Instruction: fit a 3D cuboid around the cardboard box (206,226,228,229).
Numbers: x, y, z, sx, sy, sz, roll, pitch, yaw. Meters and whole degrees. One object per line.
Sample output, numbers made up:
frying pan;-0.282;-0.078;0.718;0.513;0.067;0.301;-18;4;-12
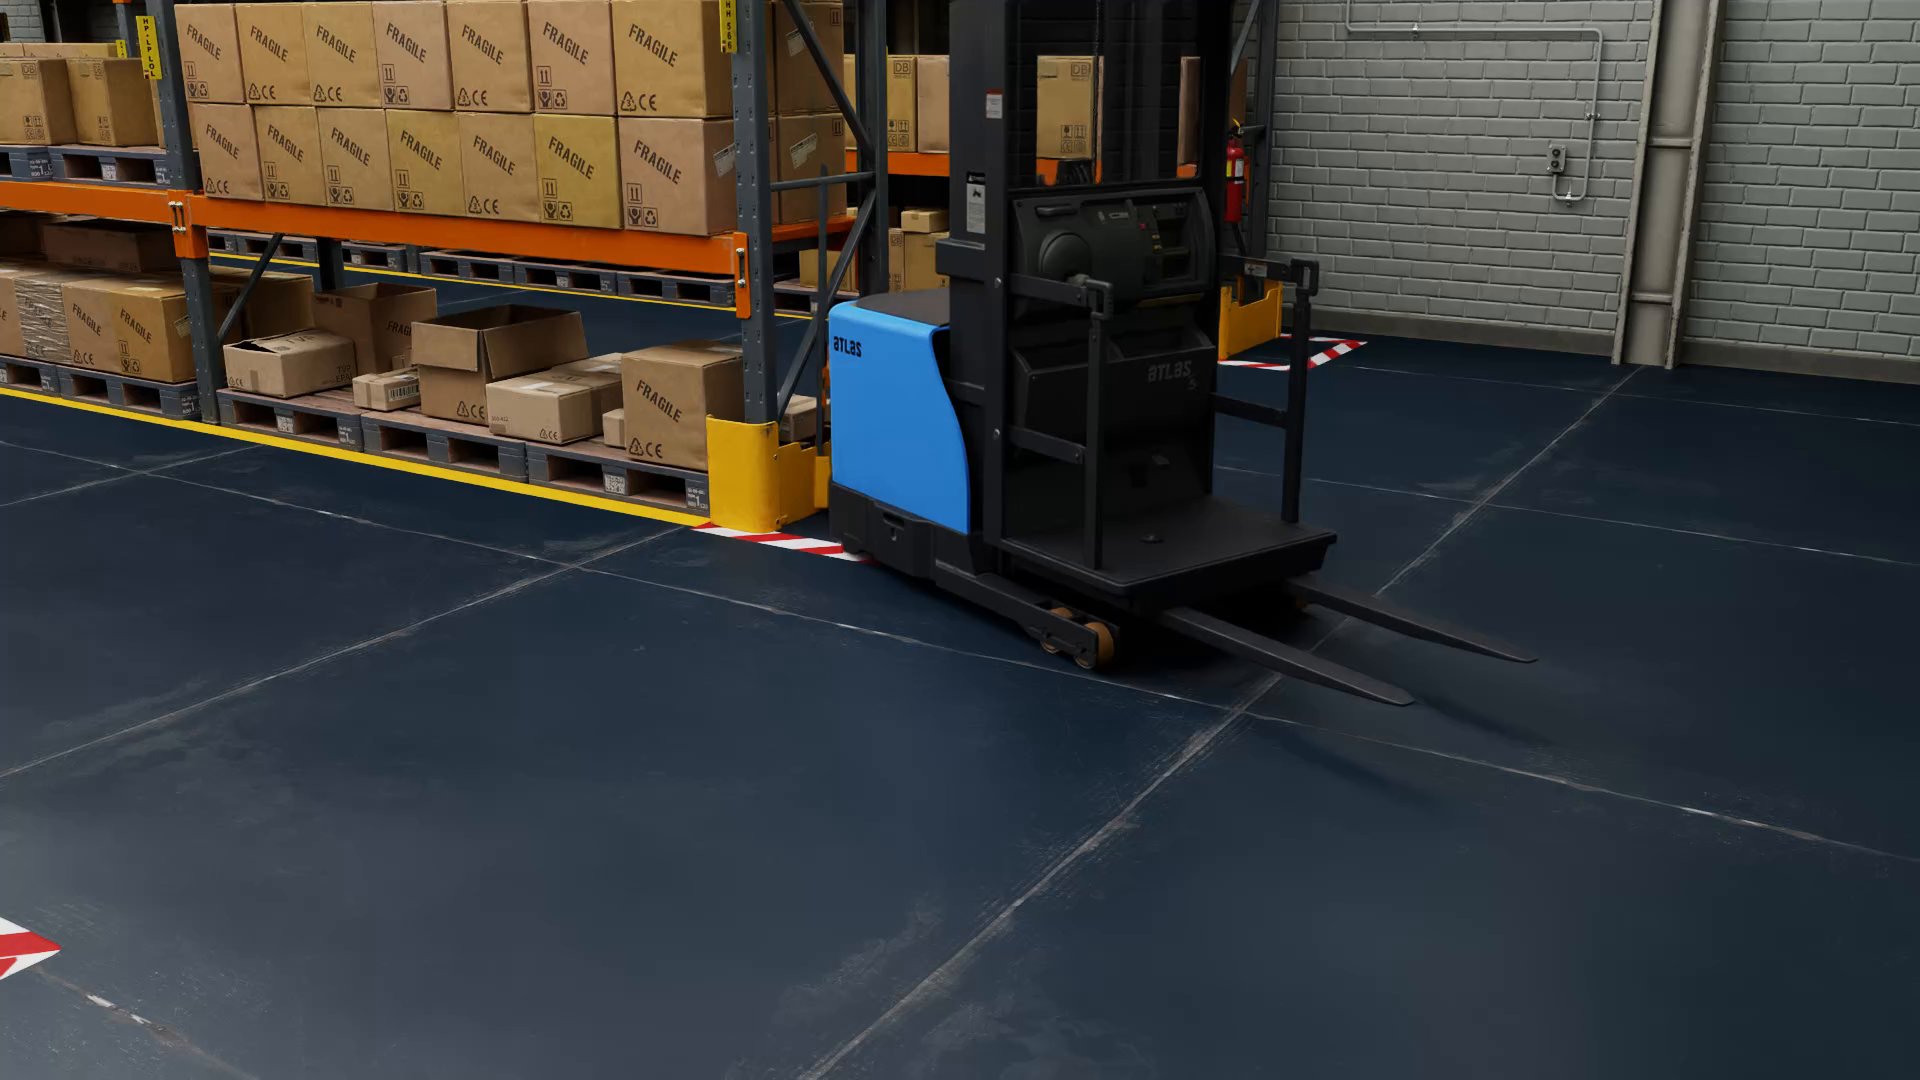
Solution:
cardboard box;-7.653;-3.575;17.533;0.500;0.500;0.700;11;20;32

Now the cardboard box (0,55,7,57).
cardboard box;-6.874;-3.013;11.246;0.500;0.500;0.700;4;17;12

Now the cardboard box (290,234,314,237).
cardboard box;-6.338;-3.347;16.781;0.500;0.500;0.700;10;20;30

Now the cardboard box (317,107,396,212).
cardboard box;-2.906;-1.973;8.544;0.500;0.500;0.500;10;20;30

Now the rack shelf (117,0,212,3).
rack shelf;-6.585;-5.455;16.256;4.000;0.370;1.077;10;20;30

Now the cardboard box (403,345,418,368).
cardboard box;-2.788;-1.017;9.439;0.500;0.311;0.500;10;20;30

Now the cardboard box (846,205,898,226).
cardboard box;-0.692;-2.530;13.012;0.250;0.149;0.380;11;20;32

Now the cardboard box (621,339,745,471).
cardboard box;-1.245;-0.652;7.910;0.500;0.500;0.500;10;20;30

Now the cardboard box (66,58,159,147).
cardboard box;-4.967;-2.689;10.178;0.500;0.500;0.700;14;22;39

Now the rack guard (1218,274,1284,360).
rack guard;1.957;-1.643;11.931;0.348;0.500;1.175;10;20;30

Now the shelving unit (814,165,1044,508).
shelving unit;-0.135;-0.949;7.829;1.083;1.500;0.587;1;21;-5

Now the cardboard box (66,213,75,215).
cardboard box;-10.070;-3.953;18.778;0.500;0.500;0.700;9;19;27

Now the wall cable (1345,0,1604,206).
wall cable;3.523;-3.369;11.562;1.851;1.984;0.084;10;20;30

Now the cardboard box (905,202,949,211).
cardboard box;-0.233;-2.579;13.173;0.250;0.149;0.380;9;19;28

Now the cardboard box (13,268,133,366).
cardboard box;-5.476;-1.396;10.360;0.500;0.500;0.500;10;20;31

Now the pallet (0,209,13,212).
pallet;-10.959;-3.799;19.523;1.213;0.211;1.003;10;20;30

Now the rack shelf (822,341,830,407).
rack shelf;-0.152;-0.781;7.892;1.000;0.185;0.538;1;21;-5

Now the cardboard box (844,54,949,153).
cardboard box;-0.399;-3.396;12.884;0.700;0.700;0.980;10;19;29

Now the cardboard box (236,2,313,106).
cardboard box;-3.367;-2.531;8.659;0.500;0.500;0.500;9;19;28

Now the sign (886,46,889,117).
sign;-0.369;-2.164;7.855;0.005;0.325;0.100;10;20;30

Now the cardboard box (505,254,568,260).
cardboard box;-3.579;-2.953;14.918;0.750;0.750;0.750;10;20;30

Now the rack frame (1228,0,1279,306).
rack frame;1.937;-2.843;11.580;0.127;3.000;1.000;10;20;30

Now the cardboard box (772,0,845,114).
cardboard box;-0.893;-2.275;7.816;0.500;0.500;0.500;11;20;32

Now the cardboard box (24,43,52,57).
cardboard box;-9.705;-5.114;17.989;0.500;0.500;0.500;9;19;28

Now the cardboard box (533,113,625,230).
cardboard box;-1.621;-1.742;7.784;0.500;0.500;0.500;10;20;31

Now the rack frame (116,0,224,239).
rack frame;-8.289;-4.668;17.589;0.127;3.000;1.000;10;20;30

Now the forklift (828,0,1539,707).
forklift;0.707;-1.106;5.979;1.130;2.935;3.031;-12;21;-34

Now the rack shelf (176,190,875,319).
rack shelf;-2.357;-1.576;8.645;4.000;0.370;1.077;10;20;30

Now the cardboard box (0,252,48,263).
cardboard box;-6.109;-1.684;11.308;0.500;0.500;0.500;9;19;28

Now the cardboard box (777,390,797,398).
cardboard box;-1.043;-0.657;8.502;0.250;0.166;0.380;10;20;30

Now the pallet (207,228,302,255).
pallet;-7.625;-3.216;17.605;1.213;0.211;1.003;10;20;30

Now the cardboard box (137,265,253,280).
cardboard box;-4.806;-1.451;10.540;0.500;0.500;0.500;10;20;31

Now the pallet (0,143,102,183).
pallet;-5.810;-2.446;10.603;1.213;0.211;1.003;10;20;30

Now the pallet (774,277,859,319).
pallet;-0.865;-1.982;13.543;1.213;0.211;1.003;10;20;30

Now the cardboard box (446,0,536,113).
cardboard box;-2.051;-2.296;7.886;0.500;0.500;0.500;11;20;32

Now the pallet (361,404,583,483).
pallet;-2.433;-0.600;8.992;1.213;0.211;1.003;10;20;30

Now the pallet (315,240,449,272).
pallet;-5.546;-2.845;16.383;1.213;0.211;1.003;10;20;30

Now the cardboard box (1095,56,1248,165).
cardboard box;1.497;-3.062;11.783;0.700;0.700;0.980;11;20;33

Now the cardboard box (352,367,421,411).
cardboard box;-3.074;-0.832;9.078;0.250;0.166;0.380;10;20;30

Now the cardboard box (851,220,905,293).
cardboard box;-0.462;-2.240;13.173;0.500;0.500;0.700;10;20;30

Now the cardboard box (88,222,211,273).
cardboard box;-5.198;-1.883;10.674;0.500;0.250;0.500;10;20;30
